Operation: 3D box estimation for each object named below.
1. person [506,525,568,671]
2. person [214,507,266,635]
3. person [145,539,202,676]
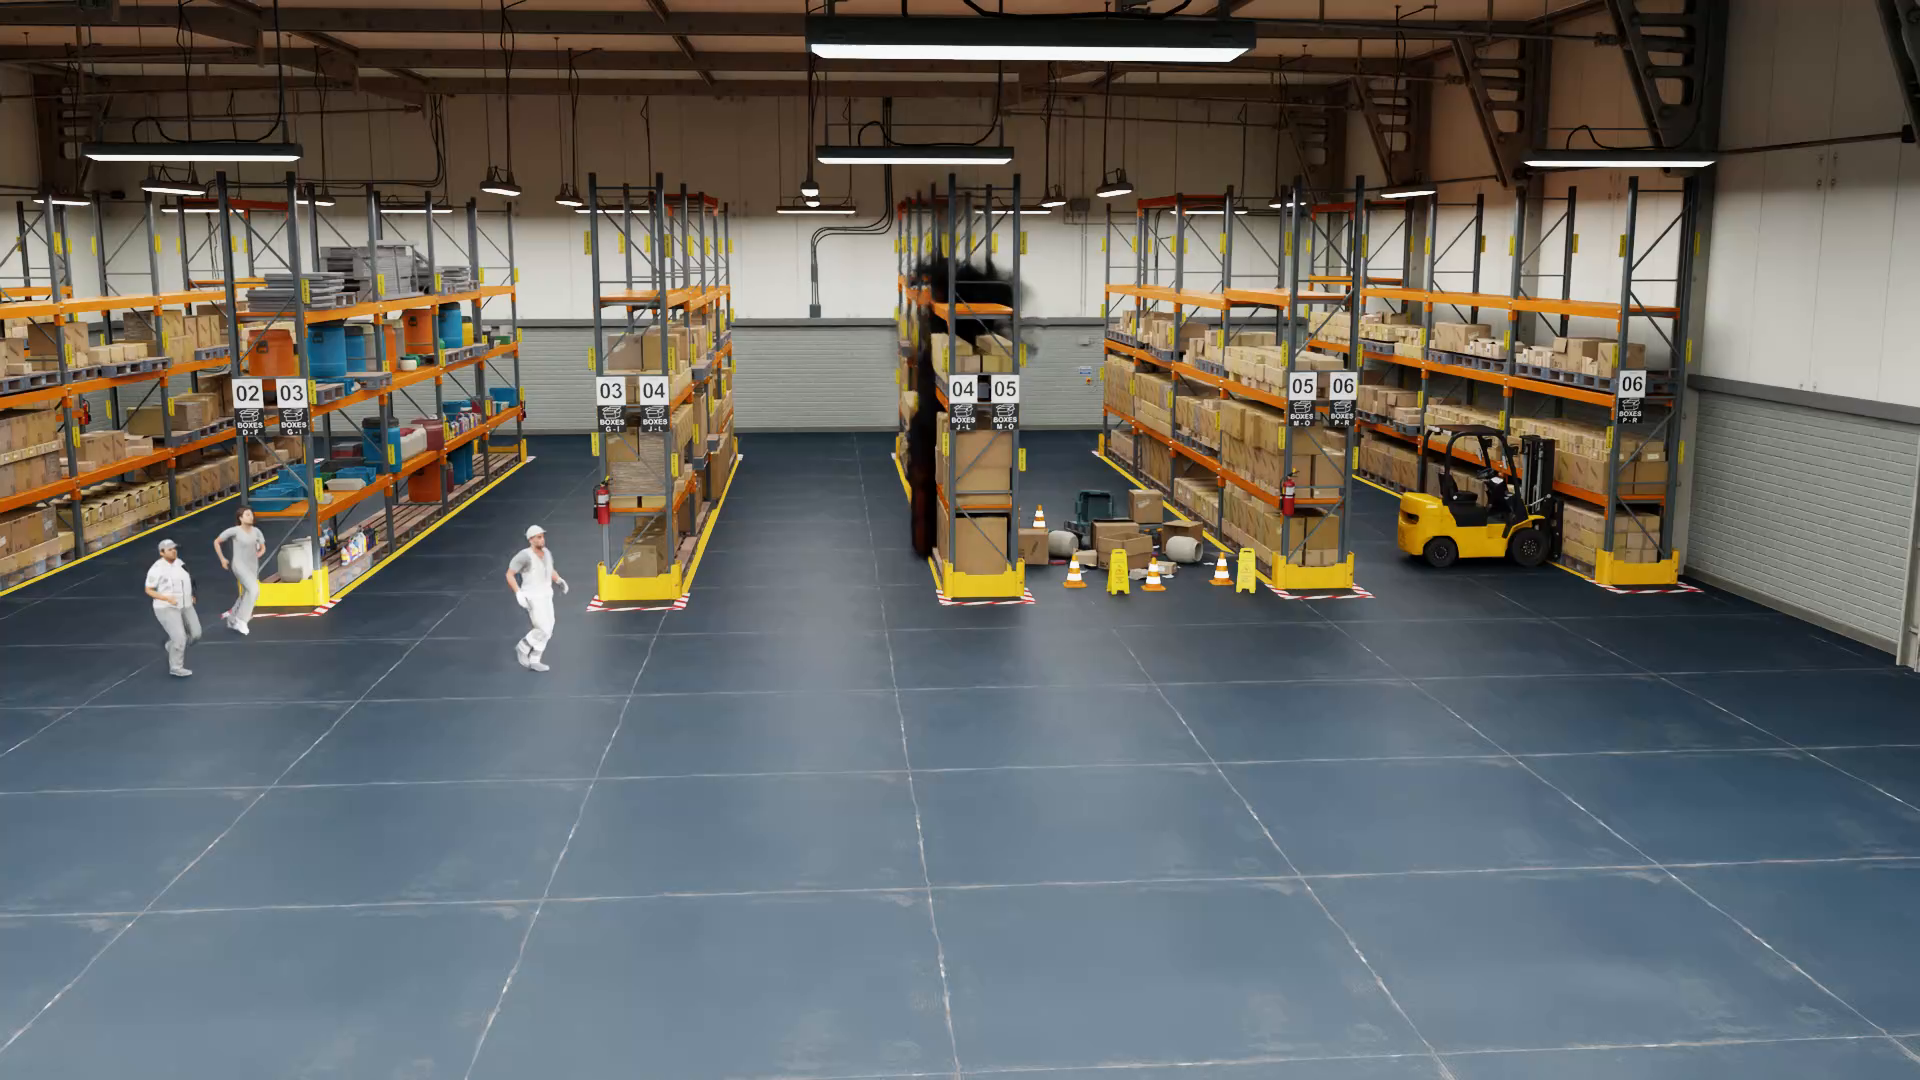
[{"bbox_3d":[-4.988,0.691,19.749,0.584,1.749,0.669,5,11,25],"label":"person"},{"bbox_3d":[-9.350,0.384,21.780,0.641,1.645,0.564,4,11,23],"label":"person"},{"bbox_3d":[-9.248,0.790,19.575,0.536,1.617,0.604,4,11,23],"label":"person"}]
